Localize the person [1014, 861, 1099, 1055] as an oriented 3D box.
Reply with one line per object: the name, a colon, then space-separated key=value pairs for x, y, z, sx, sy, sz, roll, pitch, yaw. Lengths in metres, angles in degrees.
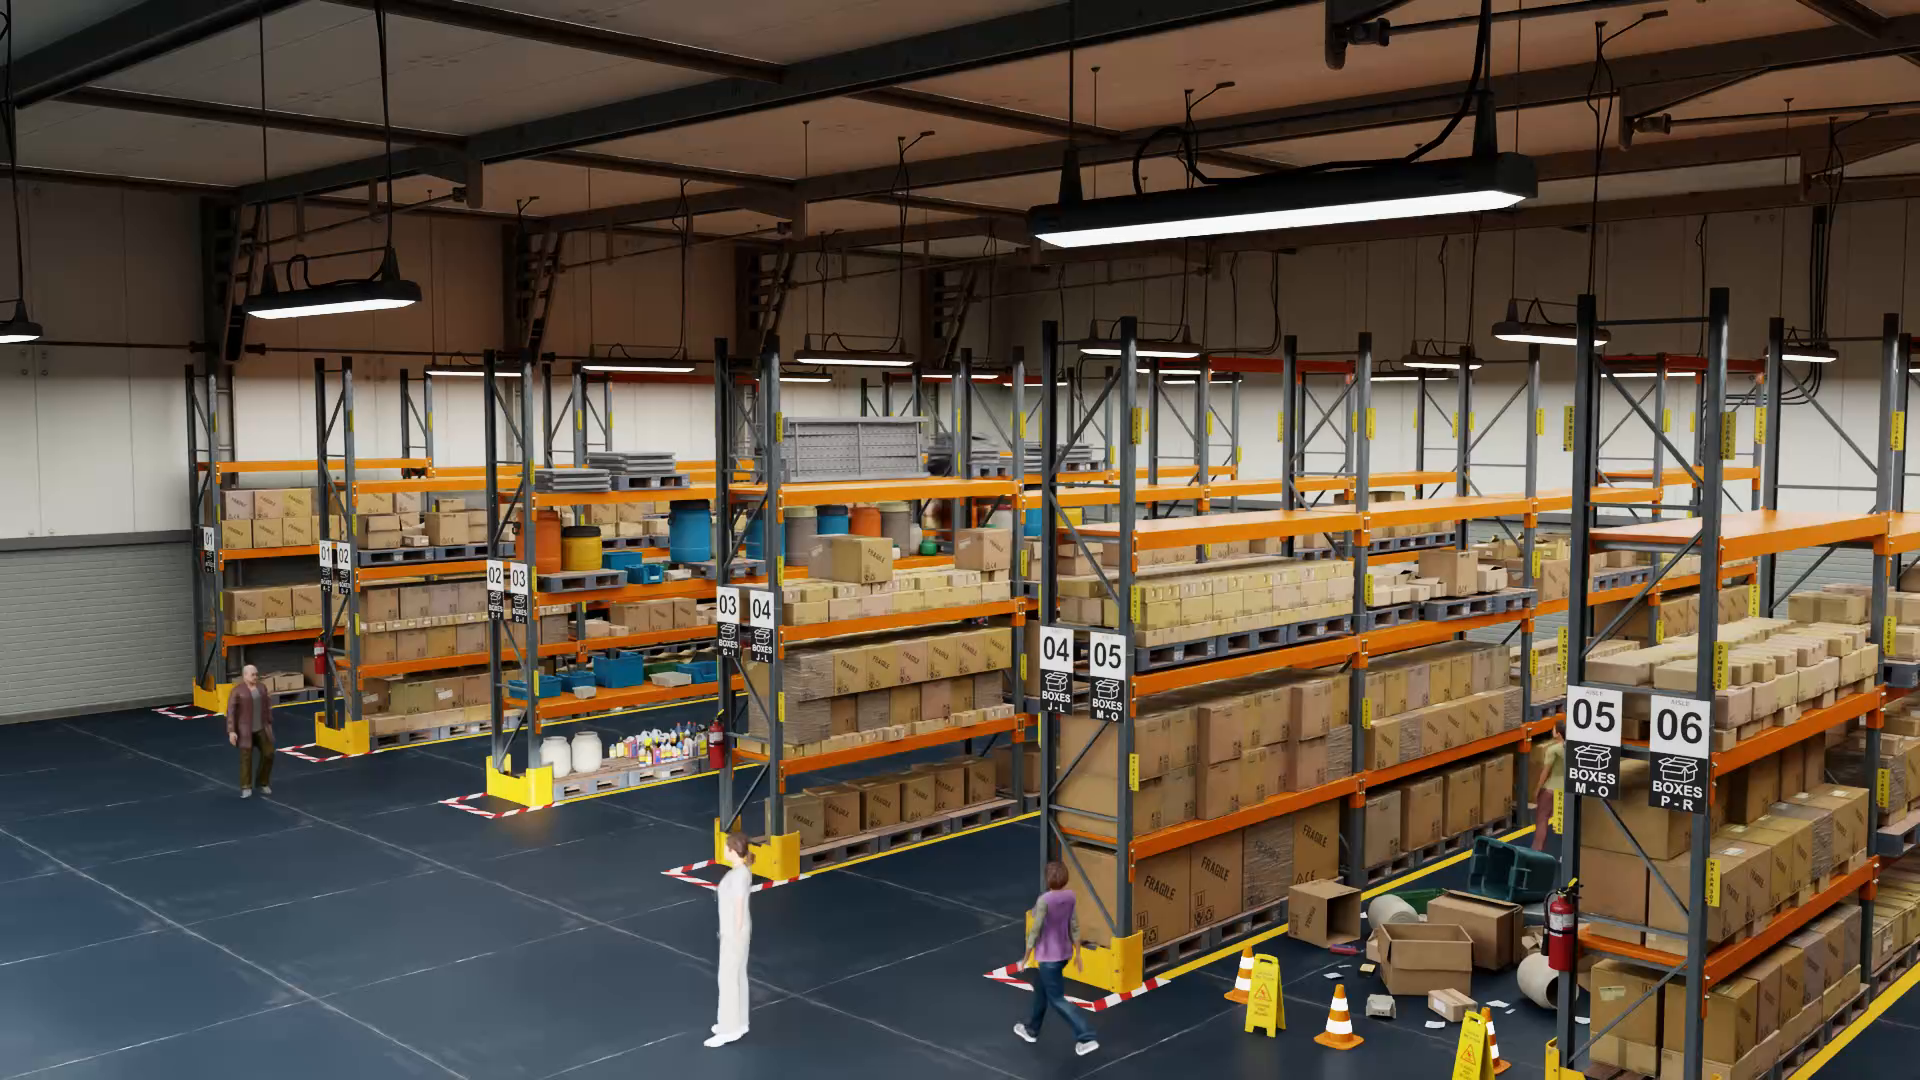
person: x=0.754 y=3.353 z=13.386 sx=0.926 sy=1.556 sz=0.401 roll=3 pitch=5 yaw=33

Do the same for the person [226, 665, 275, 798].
person: x=-9.566 y=2.597 z=22.451 sx=0.390 sy=1.845 sz=0.692 roll=3 pitch=6 yaw=38

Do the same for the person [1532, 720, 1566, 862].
person: x=6.807 y=2.885 z=19.004 sx=0.538 sy=1.675 sz=0.375 roll=0 pitch=4 yaw=1

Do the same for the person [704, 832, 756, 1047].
person: x=-1.893 y=3.281 z=13.775 sx=0.418 sy=1.701 sz=0.537 roll=0 pitch=4 yaw=-2
